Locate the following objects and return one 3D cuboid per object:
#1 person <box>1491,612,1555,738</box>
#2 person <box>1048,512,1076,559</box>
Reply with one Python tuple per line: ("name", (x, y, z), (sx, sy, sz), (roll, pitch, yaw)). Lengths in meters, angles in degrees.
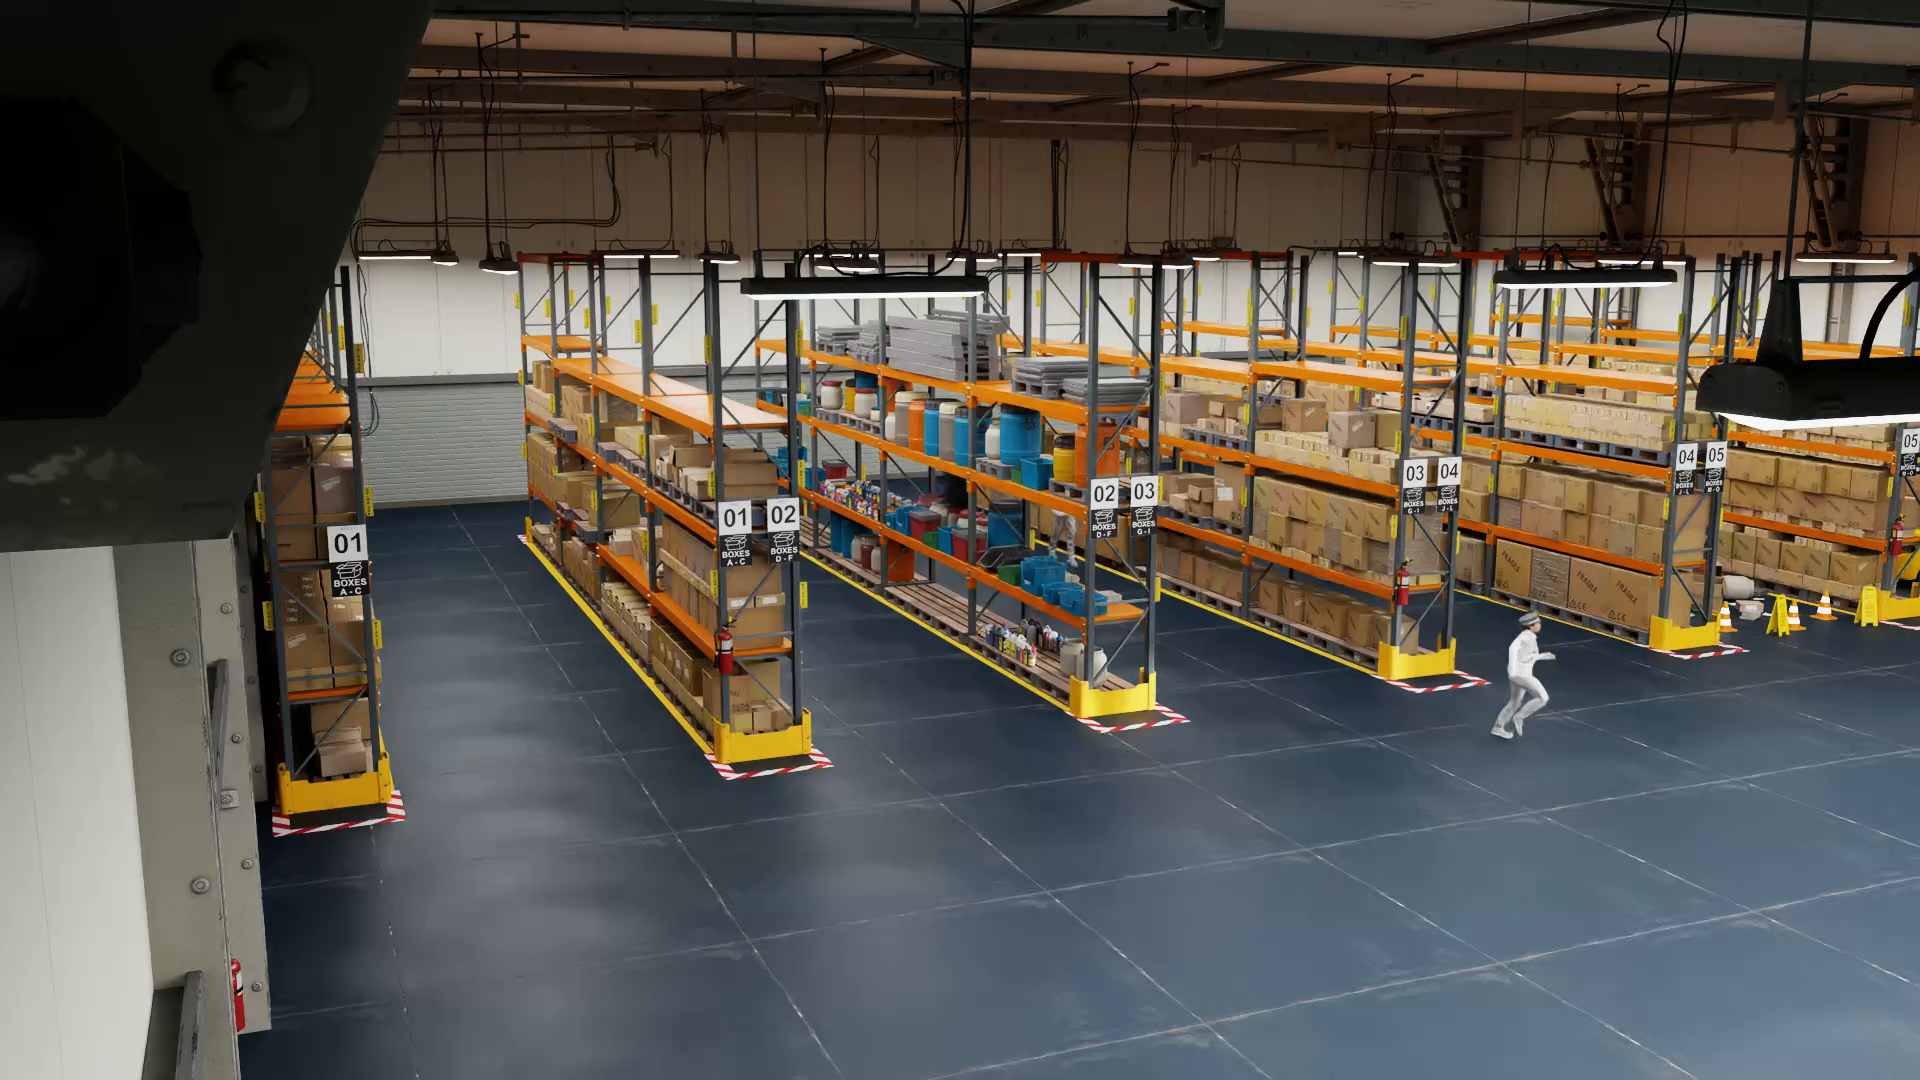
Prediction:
("person", (7.128, 1.711, 21.004), (0.741, 1.642, 0.645), (2, 11, 12))
("person", (1.935, -0.505, 31.167), (0.665, 1.697, 0.822), (-5, 12, -27))
